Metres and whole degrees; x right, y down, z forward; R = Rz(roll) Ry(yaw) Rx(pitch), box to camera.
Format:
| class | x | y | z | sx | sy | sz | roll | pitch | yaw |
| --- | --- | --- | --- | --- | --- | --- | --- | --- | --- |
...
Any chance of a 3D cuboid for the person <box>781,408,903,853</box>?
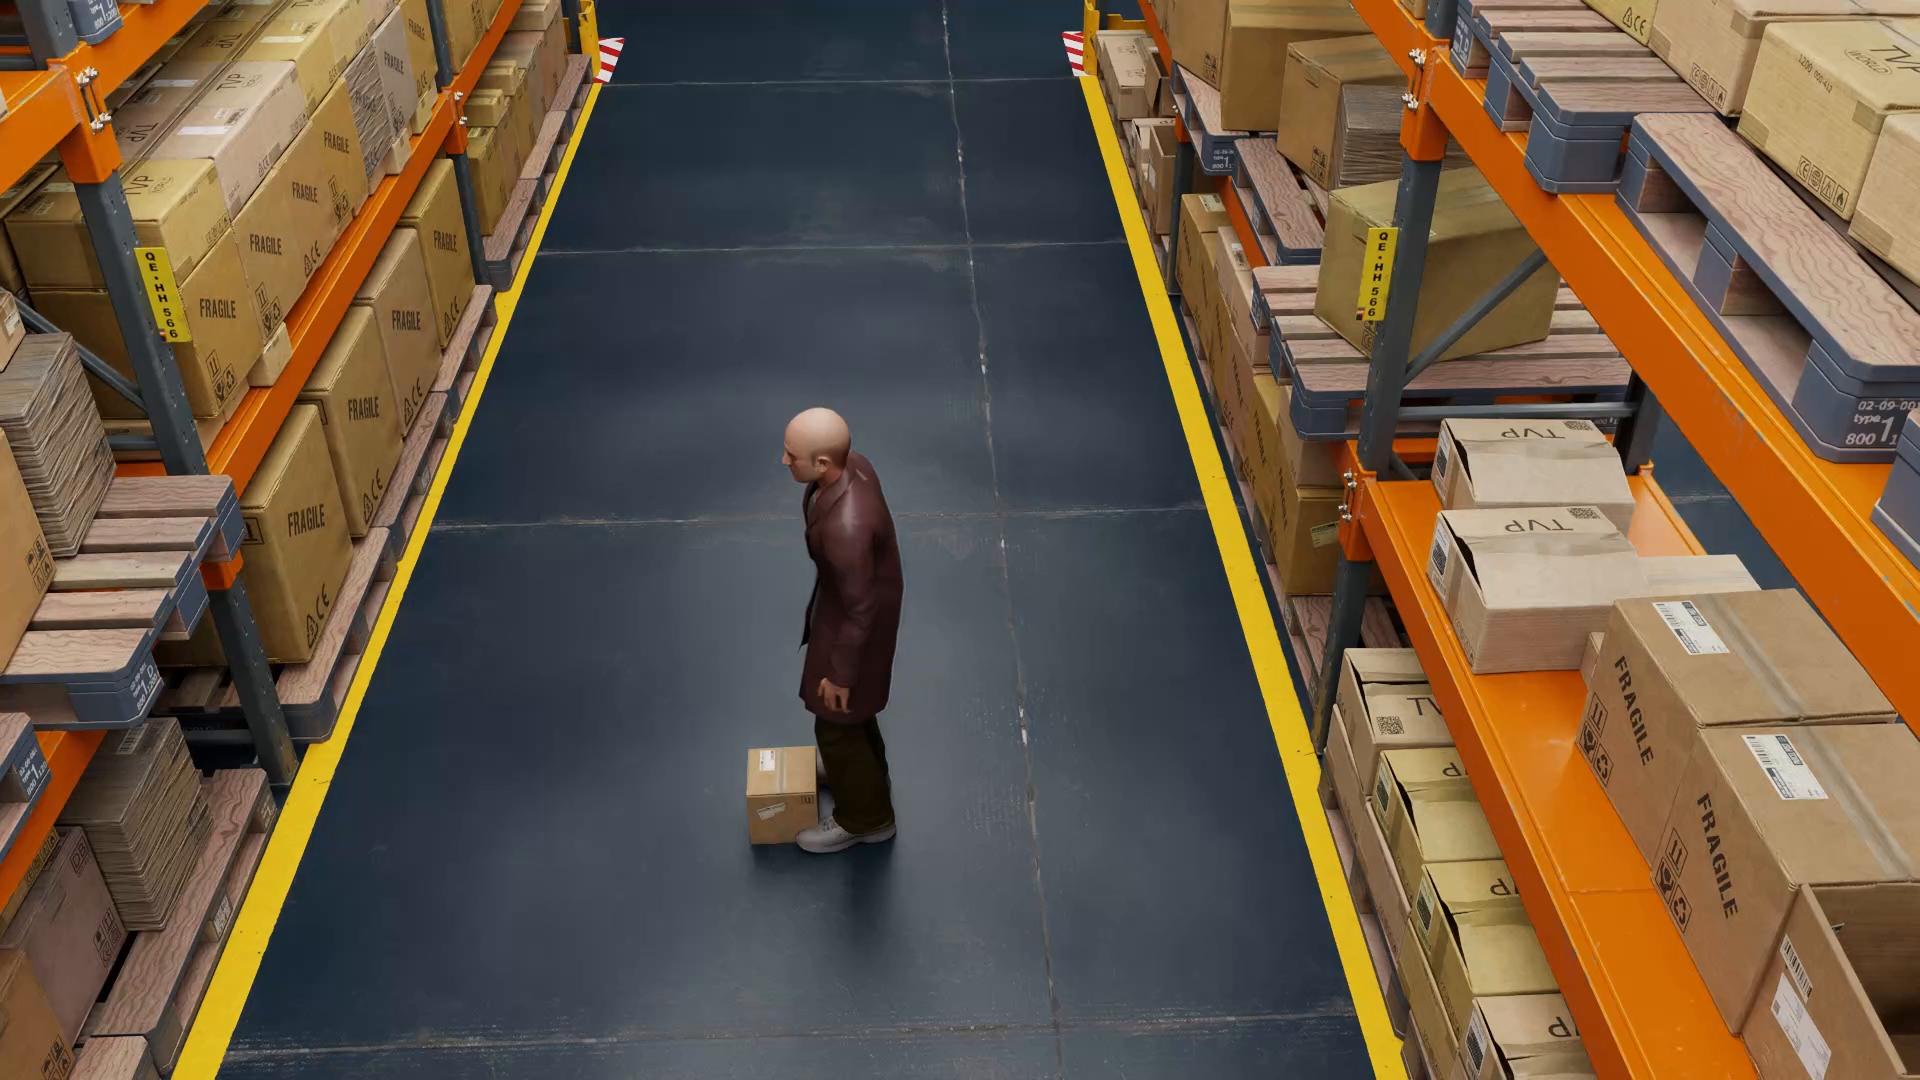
| class | x | y | z | sx | sy | sz | roll | pitch | yaw |
| --- | --- | --- | --- | --- | --- | --- | --- | --- | --- |
| person | -0.404 | 0.314 | 5.706 | 0.422 | 1.774 | 0.654 | -3 | 35 | -5 |
